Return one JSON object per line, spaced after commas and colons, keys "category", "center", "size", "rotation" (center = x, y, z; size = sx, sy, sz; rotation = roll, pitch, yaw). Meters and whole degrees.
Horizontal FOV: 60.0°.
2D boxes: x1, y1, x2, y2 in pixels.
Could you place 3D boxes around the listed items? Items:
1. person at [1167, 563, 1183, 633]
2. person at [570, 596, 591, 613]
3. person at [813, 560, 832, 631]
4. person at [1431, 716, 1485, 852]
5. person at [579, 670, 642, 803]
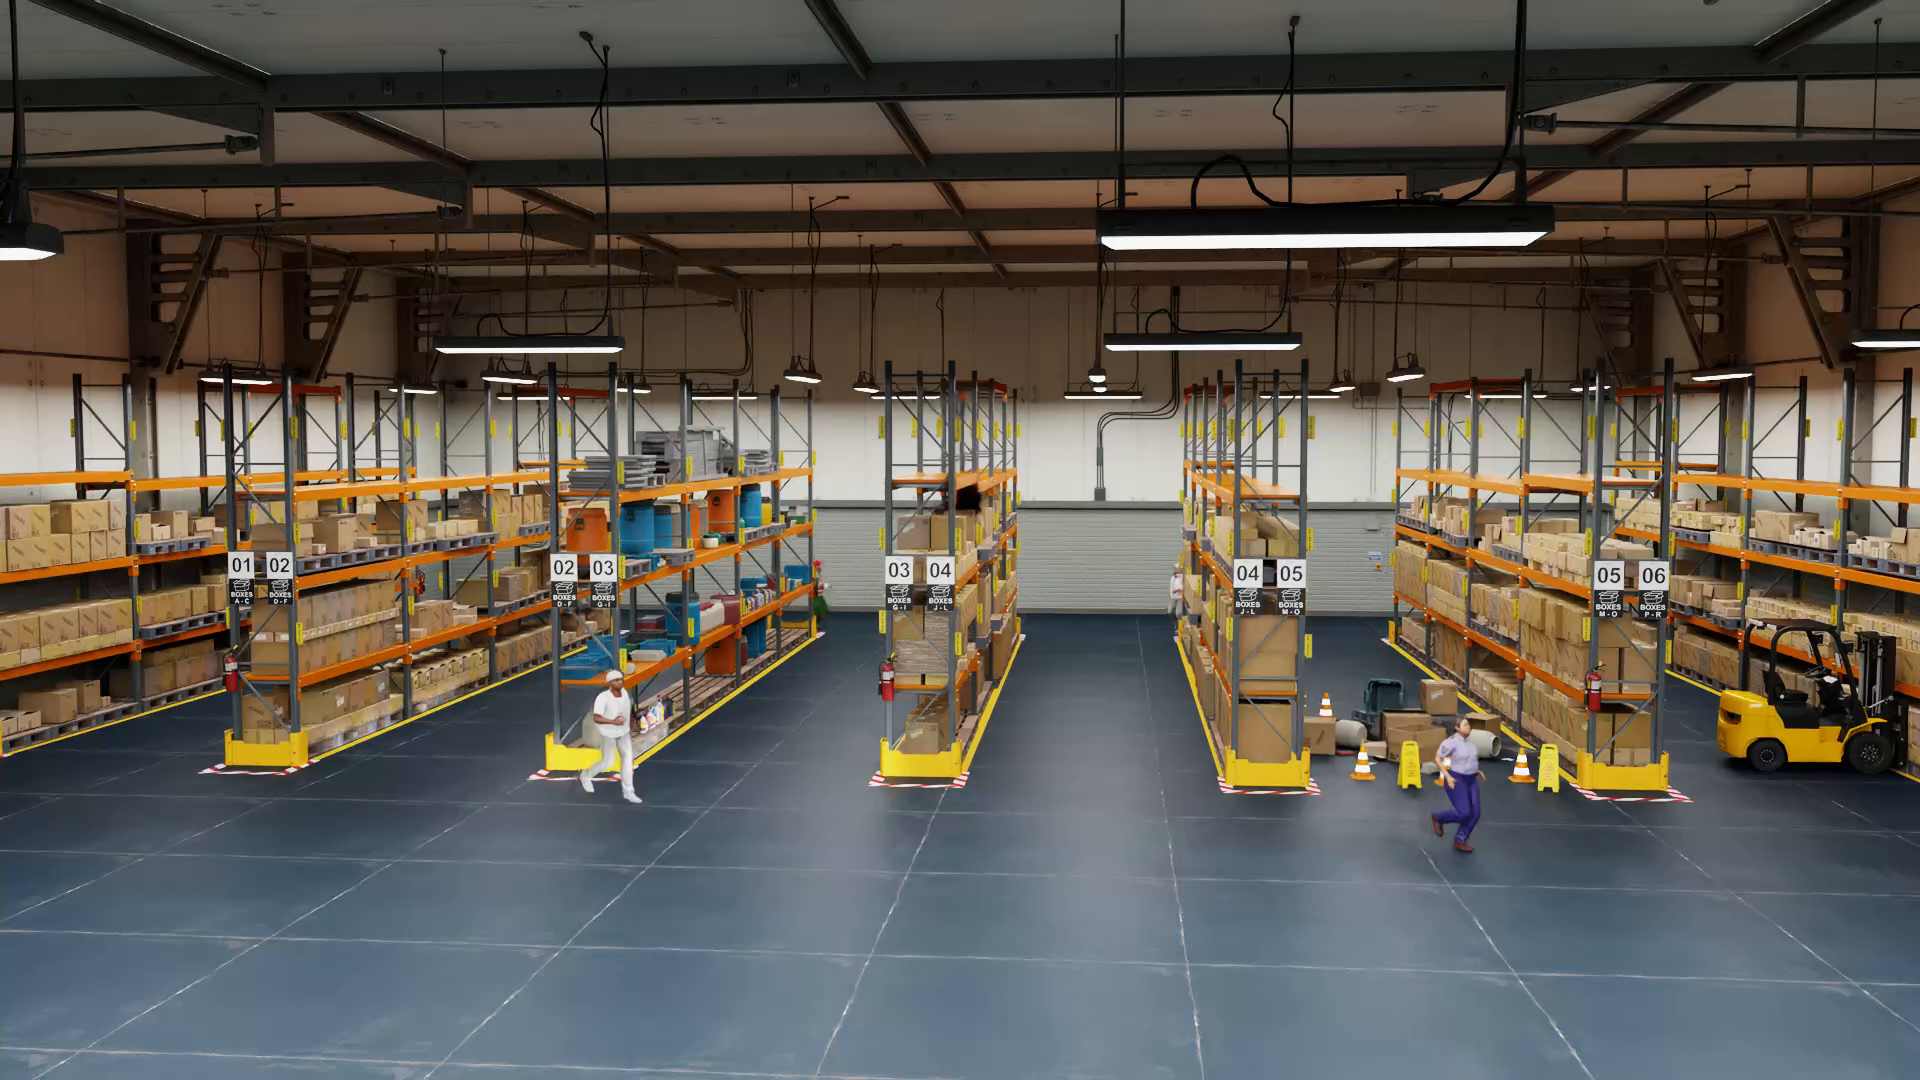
{"category": "person", "center": [5.358, 1.430, 41.093], "size": [0.584, 1.740, 0.647], "rotation": [-3, 5, -37]}
{"category": "person", "center": [-9.686, 1.398, 42.681], "size": [0.828, 1.614, 0.544], "rotation": [3, 5, 34]}
{"category": "person", "center": [-3.519, 1.412, 41.564], "size": [0.633, 1.820, 0.641], "rotation": [0, 4, -3]}
{"category": "person", "center": [5.982, 2.906, 19.925], "size": [0.621, 1.605, 0.560], "rotation": [-2, 4, -33]}
{"category": "person", "center": [-4.707, 2.637, 22.531], "size": [0.977, 1.772, 0.710], "rotation": [3, 5, 36]}
